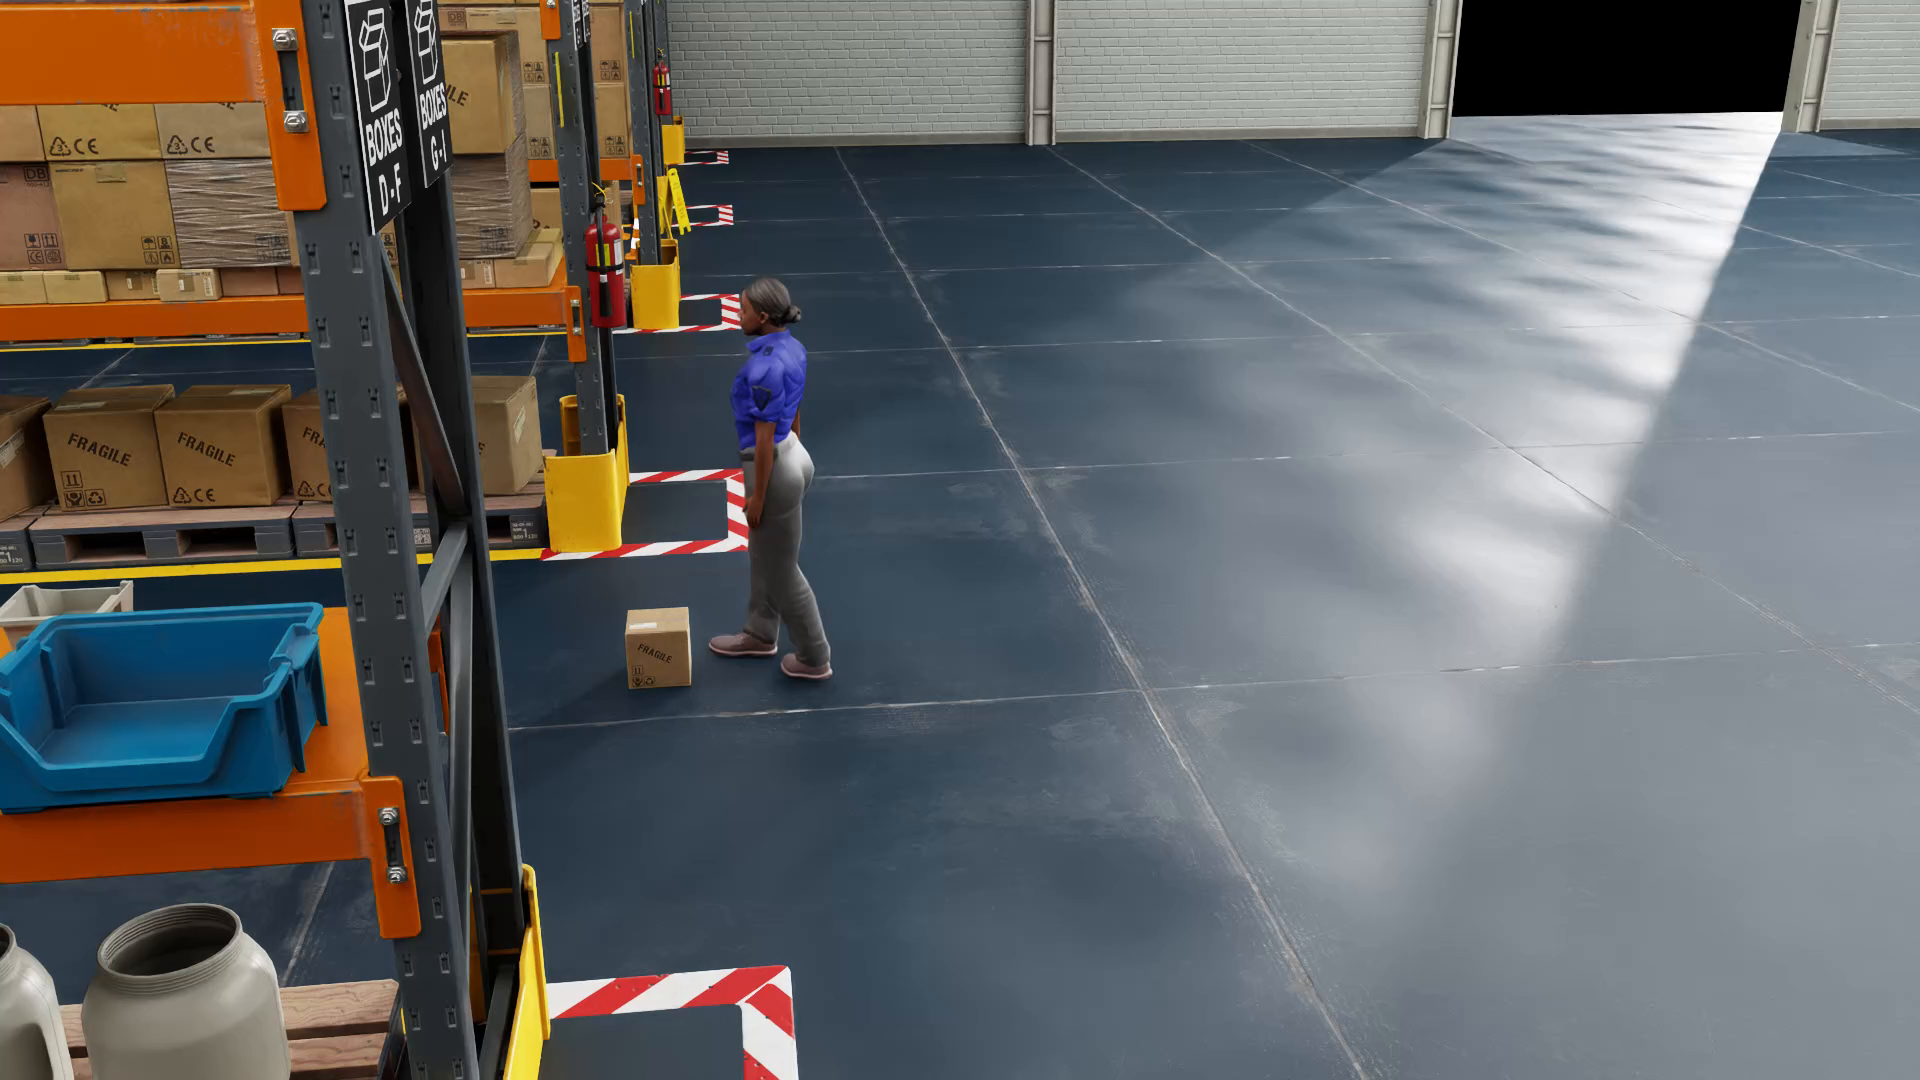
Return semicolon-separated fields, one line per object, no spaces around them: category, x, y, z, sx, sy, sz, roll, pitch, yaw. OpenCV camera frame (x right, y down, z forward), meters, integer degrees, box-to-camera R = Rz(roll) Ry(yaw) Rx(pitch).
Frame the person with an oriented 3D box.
person;-0.796;-0.245;6.734;0.600;1.660;0.446;4;20;10
